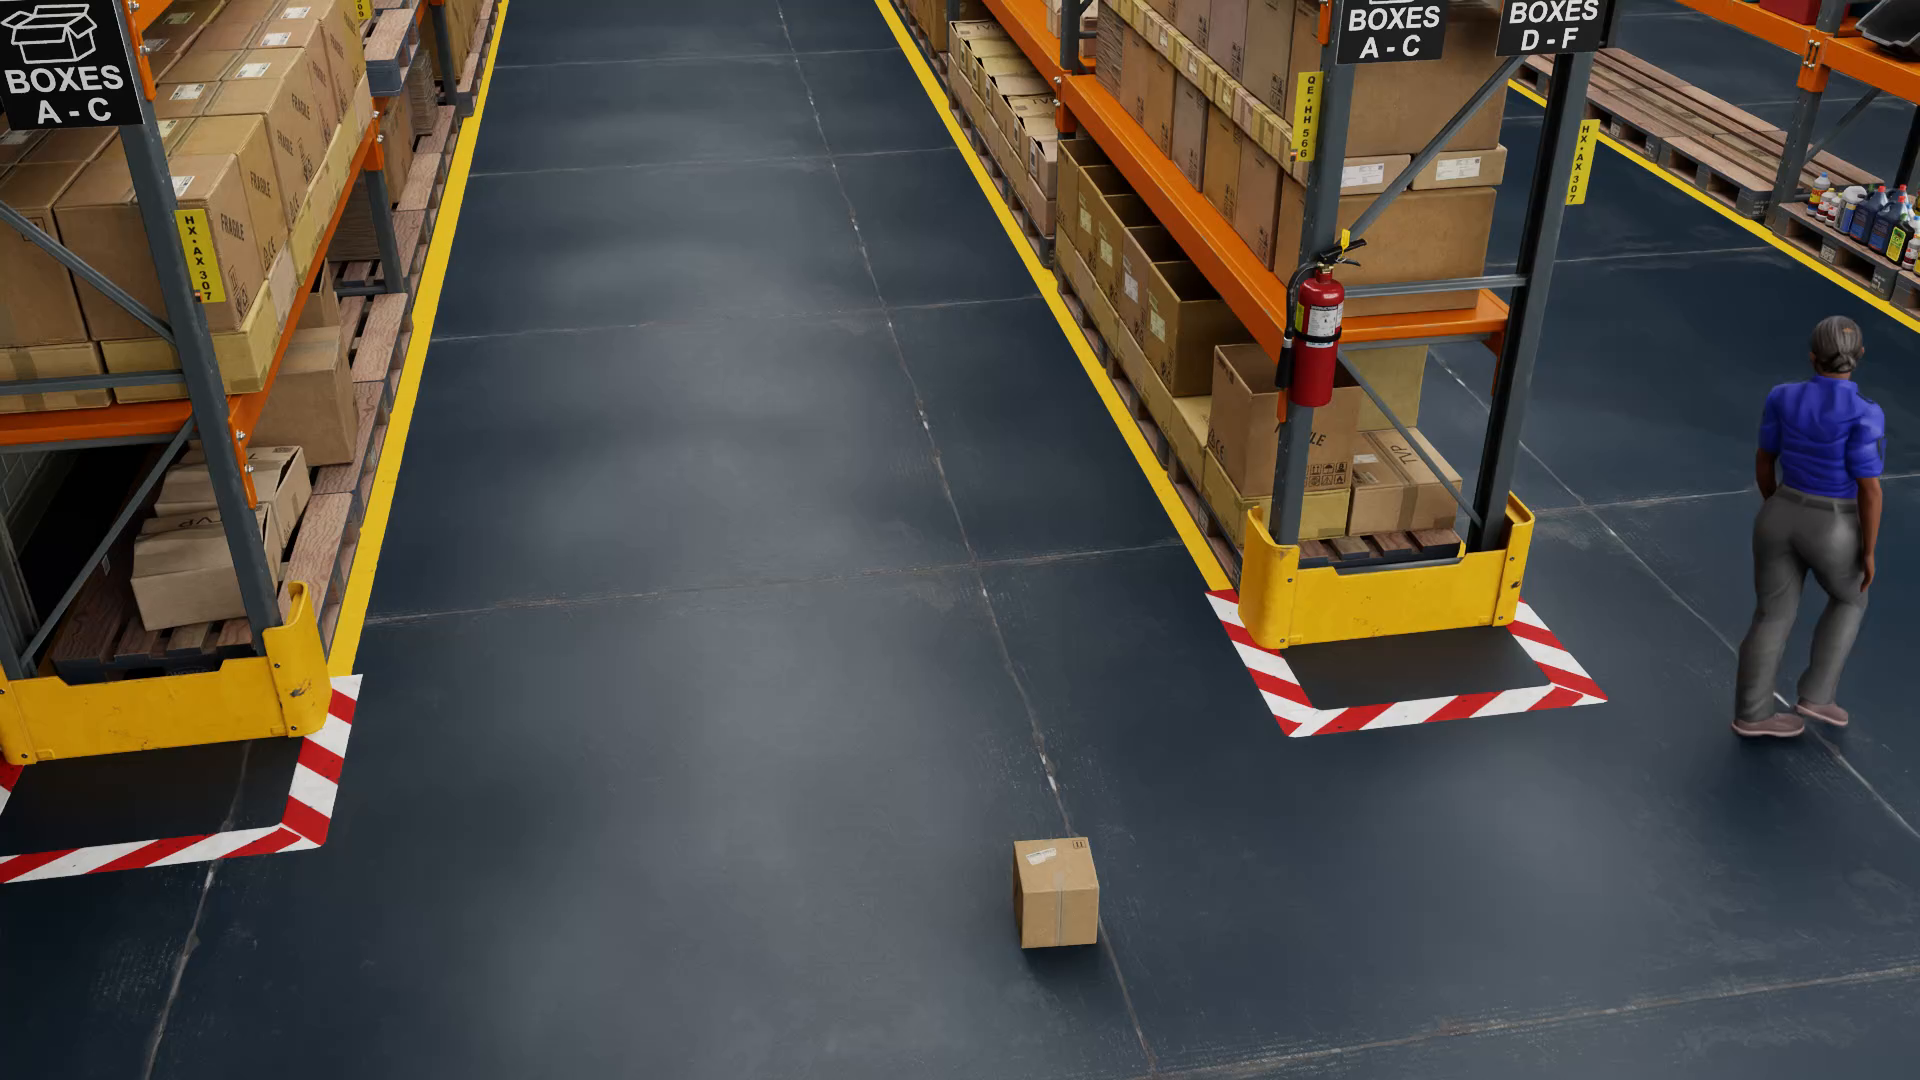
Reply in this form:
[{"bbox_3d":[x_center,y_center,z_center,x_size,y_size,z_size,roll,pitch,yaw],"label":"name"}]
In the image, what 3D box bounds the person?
[{"bbox_3d":[3.163,-0.027,6.162,0.472,1.651,0.557,-20,36,-30],"label":"person"}]
